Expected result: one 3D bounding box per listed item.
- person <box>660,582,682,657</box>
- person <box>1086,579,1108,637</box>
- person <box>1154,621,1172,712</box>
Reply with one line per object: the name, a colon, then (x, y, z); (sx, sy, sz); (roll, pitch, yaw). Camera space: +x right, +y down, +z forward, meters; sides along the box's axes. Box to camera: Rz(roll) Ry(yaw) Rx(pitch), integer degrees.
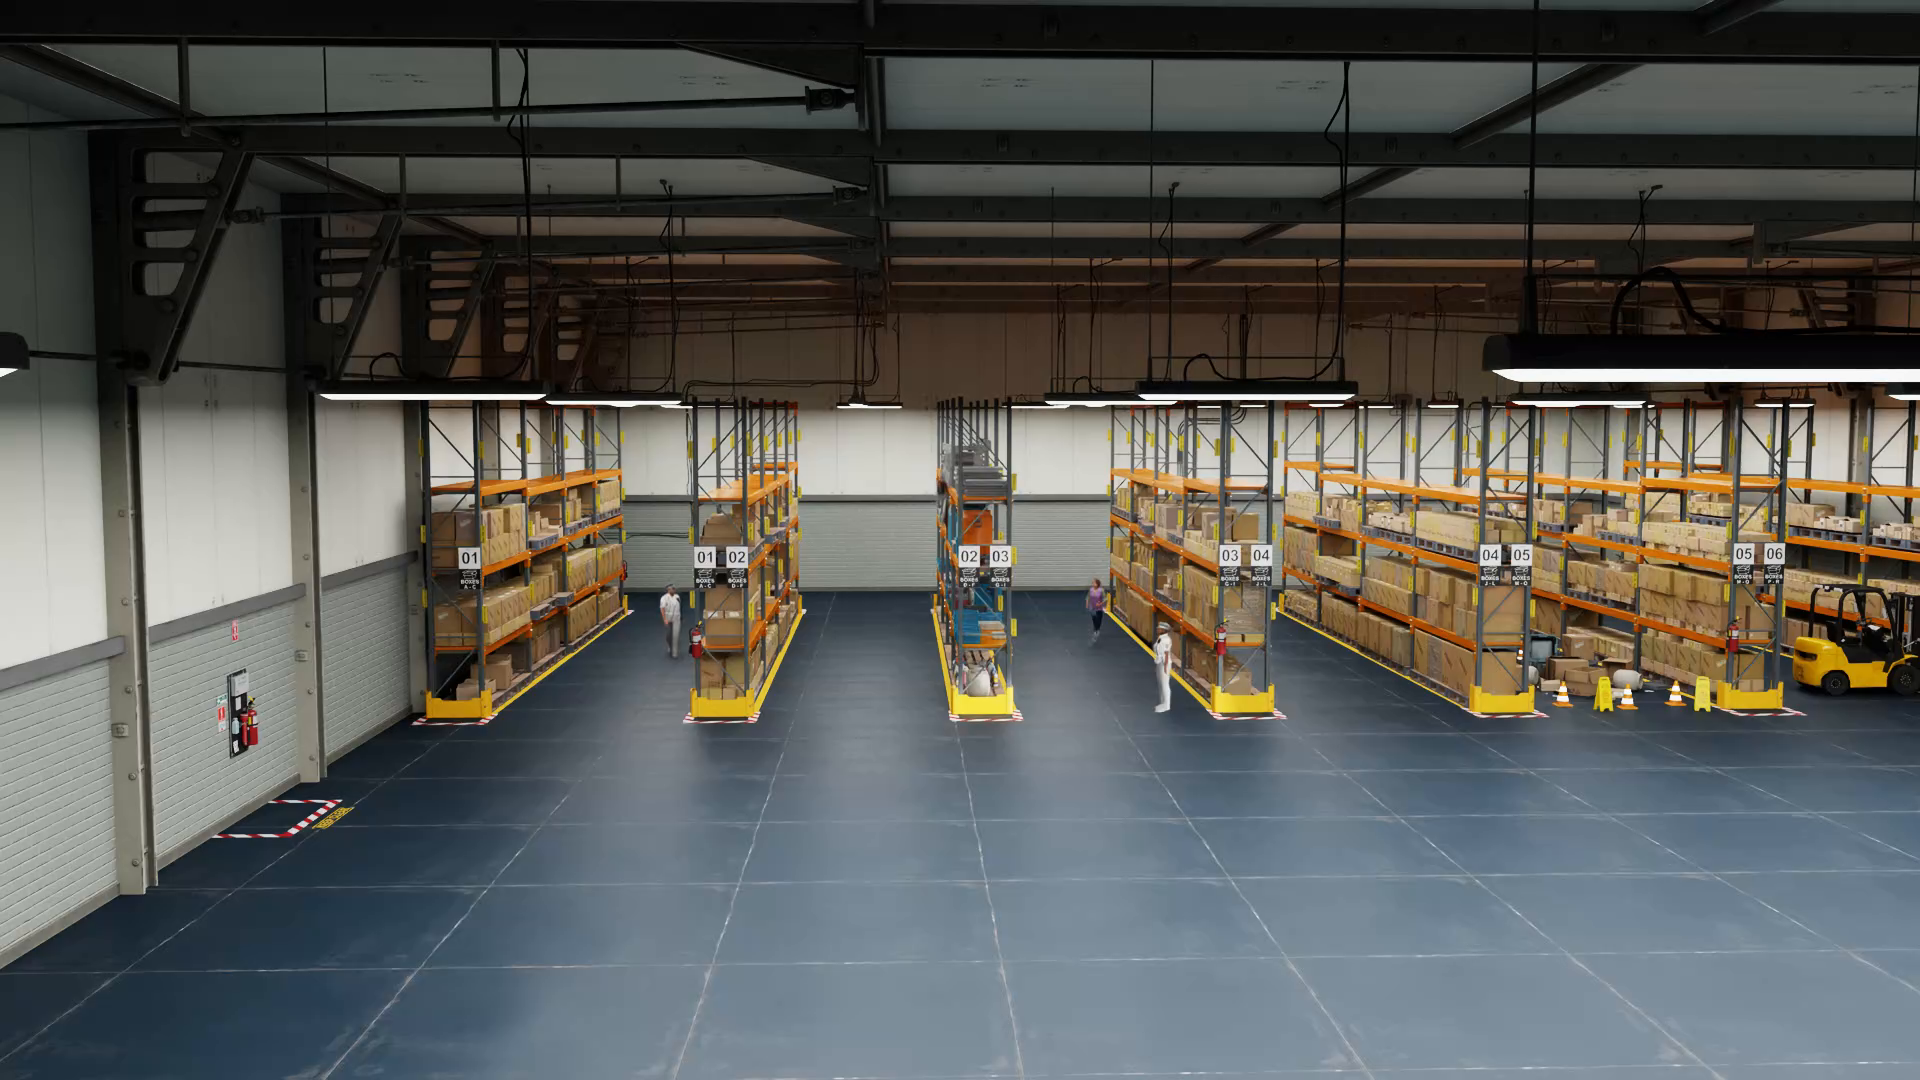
person: (-6.744, 1.853, 38.876); (0.506, 1.718, 1.060); (0, 4, -3)
person: (3.353, 1.677, 40.715); (0.526, 1.477, 0.860); (0, 4, 1)
person: (3.880, 2.414, 31.927); (0.380, 1.697, 0.549); (-1, 4, -8)
